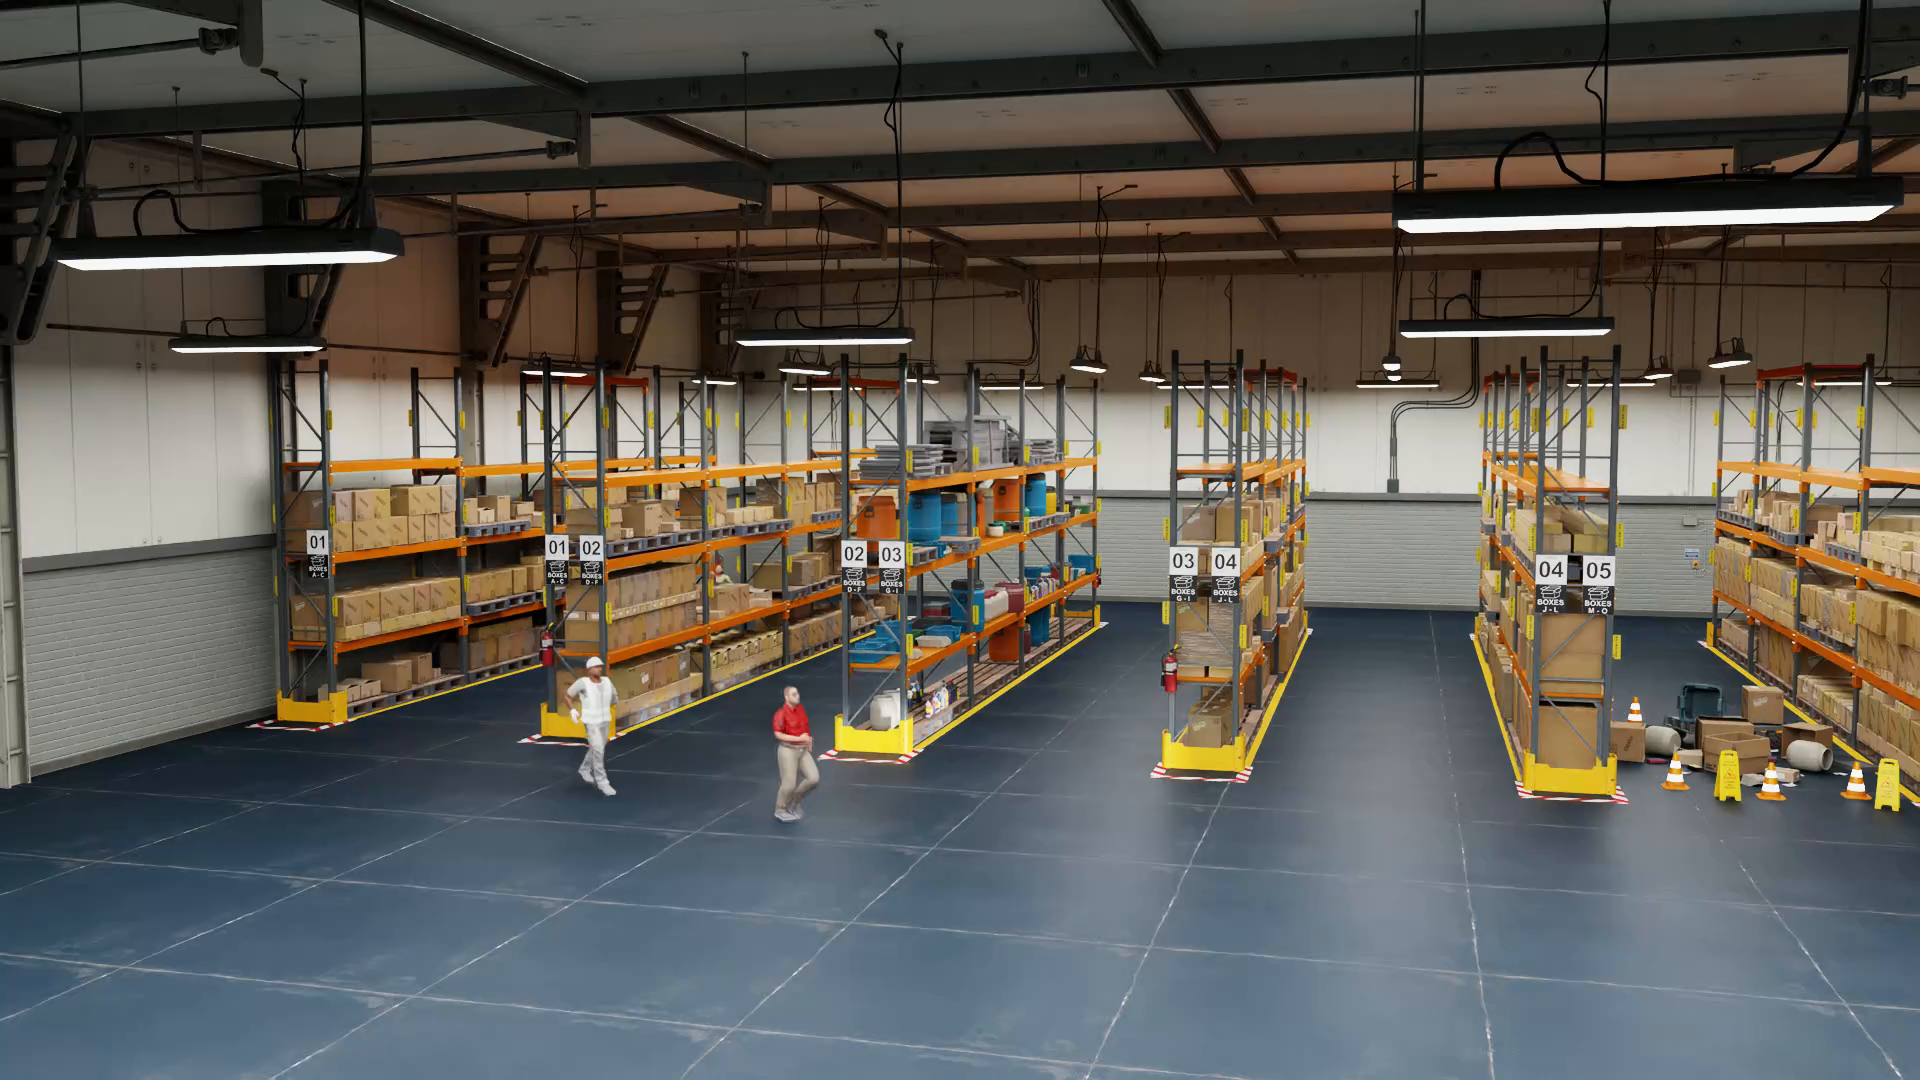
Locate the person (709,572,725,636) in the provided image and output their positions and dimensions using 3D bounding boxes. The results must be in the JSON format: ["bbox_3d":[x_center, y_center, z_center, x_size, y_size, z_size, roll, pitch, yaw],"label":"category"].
[{"bbox_3d":[-5.410,1.542,36.582,0.684,1.702,0.809,1,4,15],"label":"person"}]

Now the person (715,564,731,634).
[{"bbox_3d":[-5.674,1.370,39.228,0.615,1.636,0.845,1,4,7],"label":"person"}]

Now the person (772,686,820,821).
[{"bbox_3d":[-2.031,2.661,20.662,0.655,1.697,0.646,3,5,40],"label":"person"}]

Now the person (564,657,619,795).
[{"bbox_3d":[-4.909,2.473,22.437,0.934,1.804,0.678,3,5,39],"label":"person"}]
